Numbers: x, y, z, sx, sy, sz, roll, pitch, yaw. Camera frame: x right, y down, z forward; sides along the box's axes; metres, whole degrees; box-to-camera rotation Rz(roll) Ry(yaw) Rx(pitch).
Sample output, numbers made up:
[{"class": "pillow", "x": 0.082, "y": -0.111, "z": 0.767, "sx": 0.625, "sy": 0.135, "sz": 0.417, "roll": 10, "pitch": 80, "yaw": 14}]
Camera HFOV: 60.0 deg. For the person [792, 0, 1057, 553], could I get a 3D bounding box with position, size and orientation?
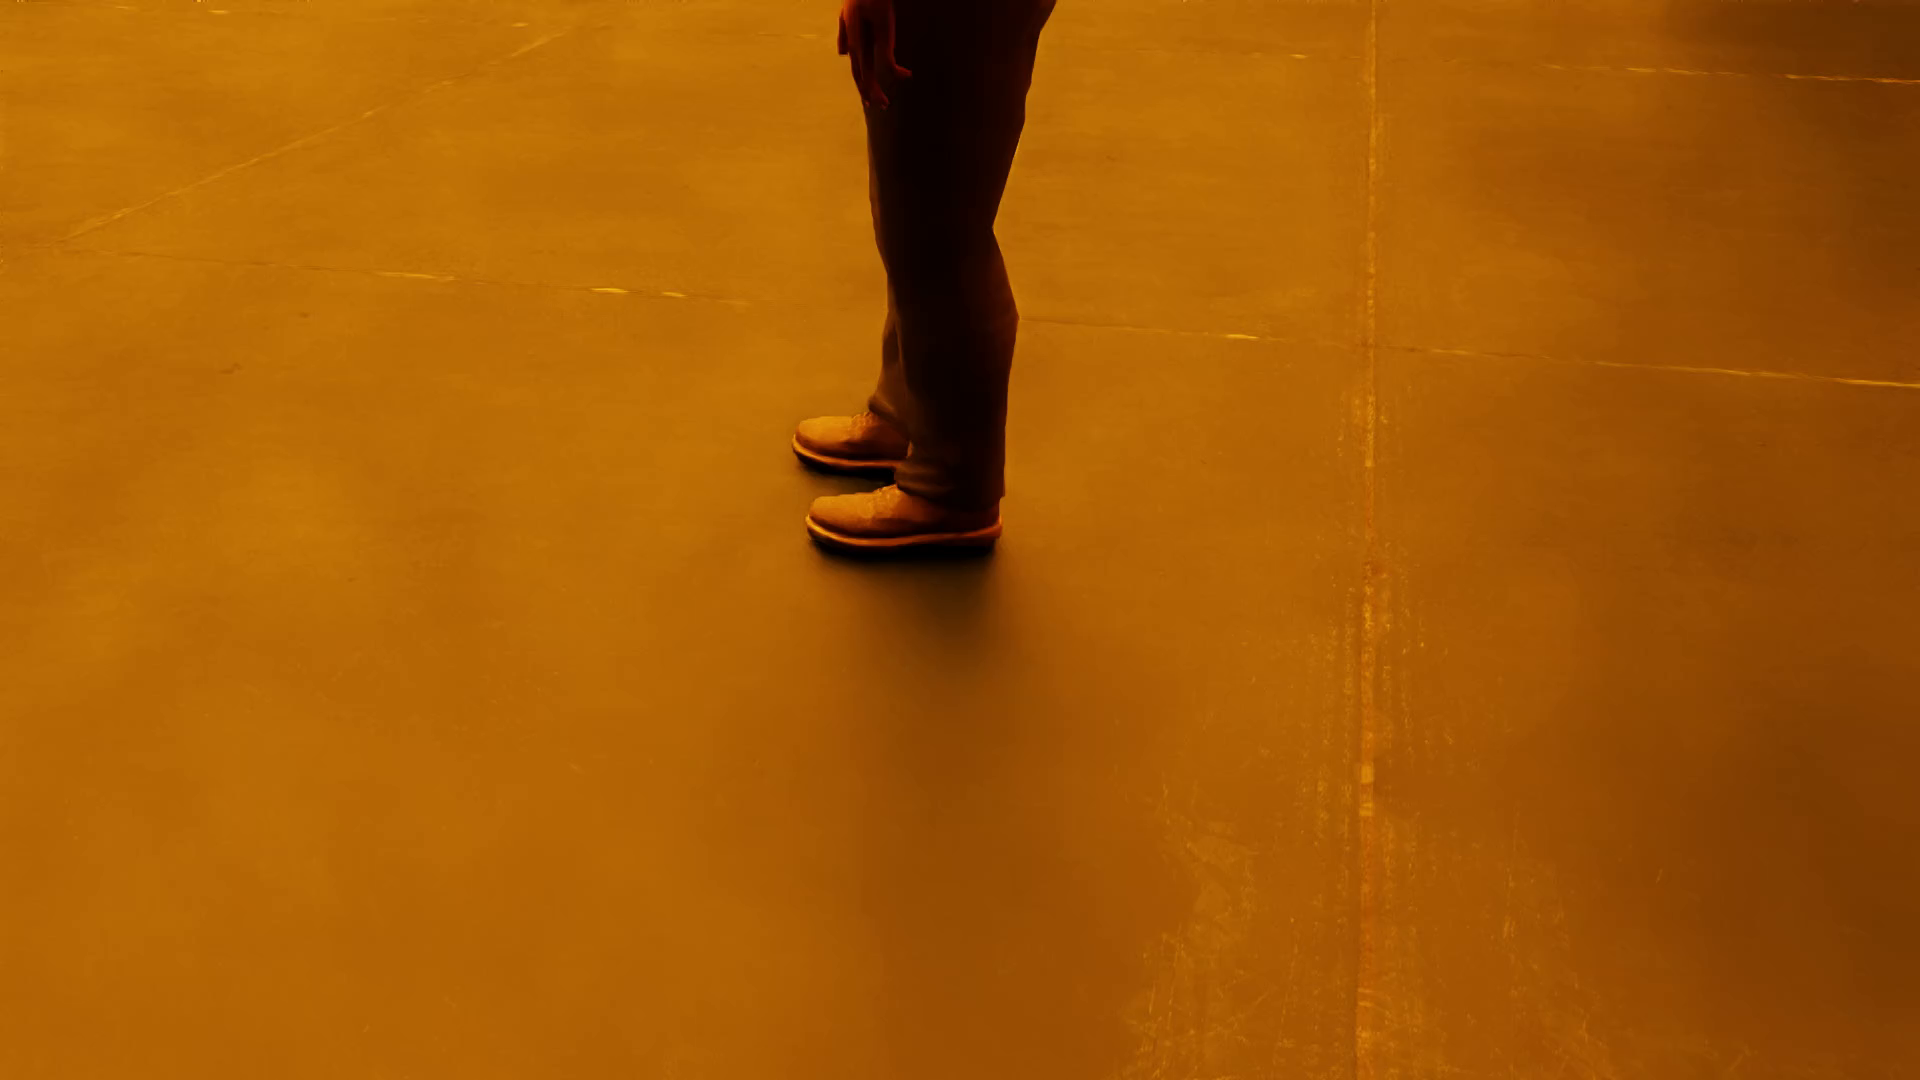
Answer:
[{"class": "person", "x": -0.081, "y": -0.762, "z": 2.158, "sx": 0.503, "sy": 1.654, "sz": 0.570, "roll": 6, "pitch": 27, "yaw": 11}]
